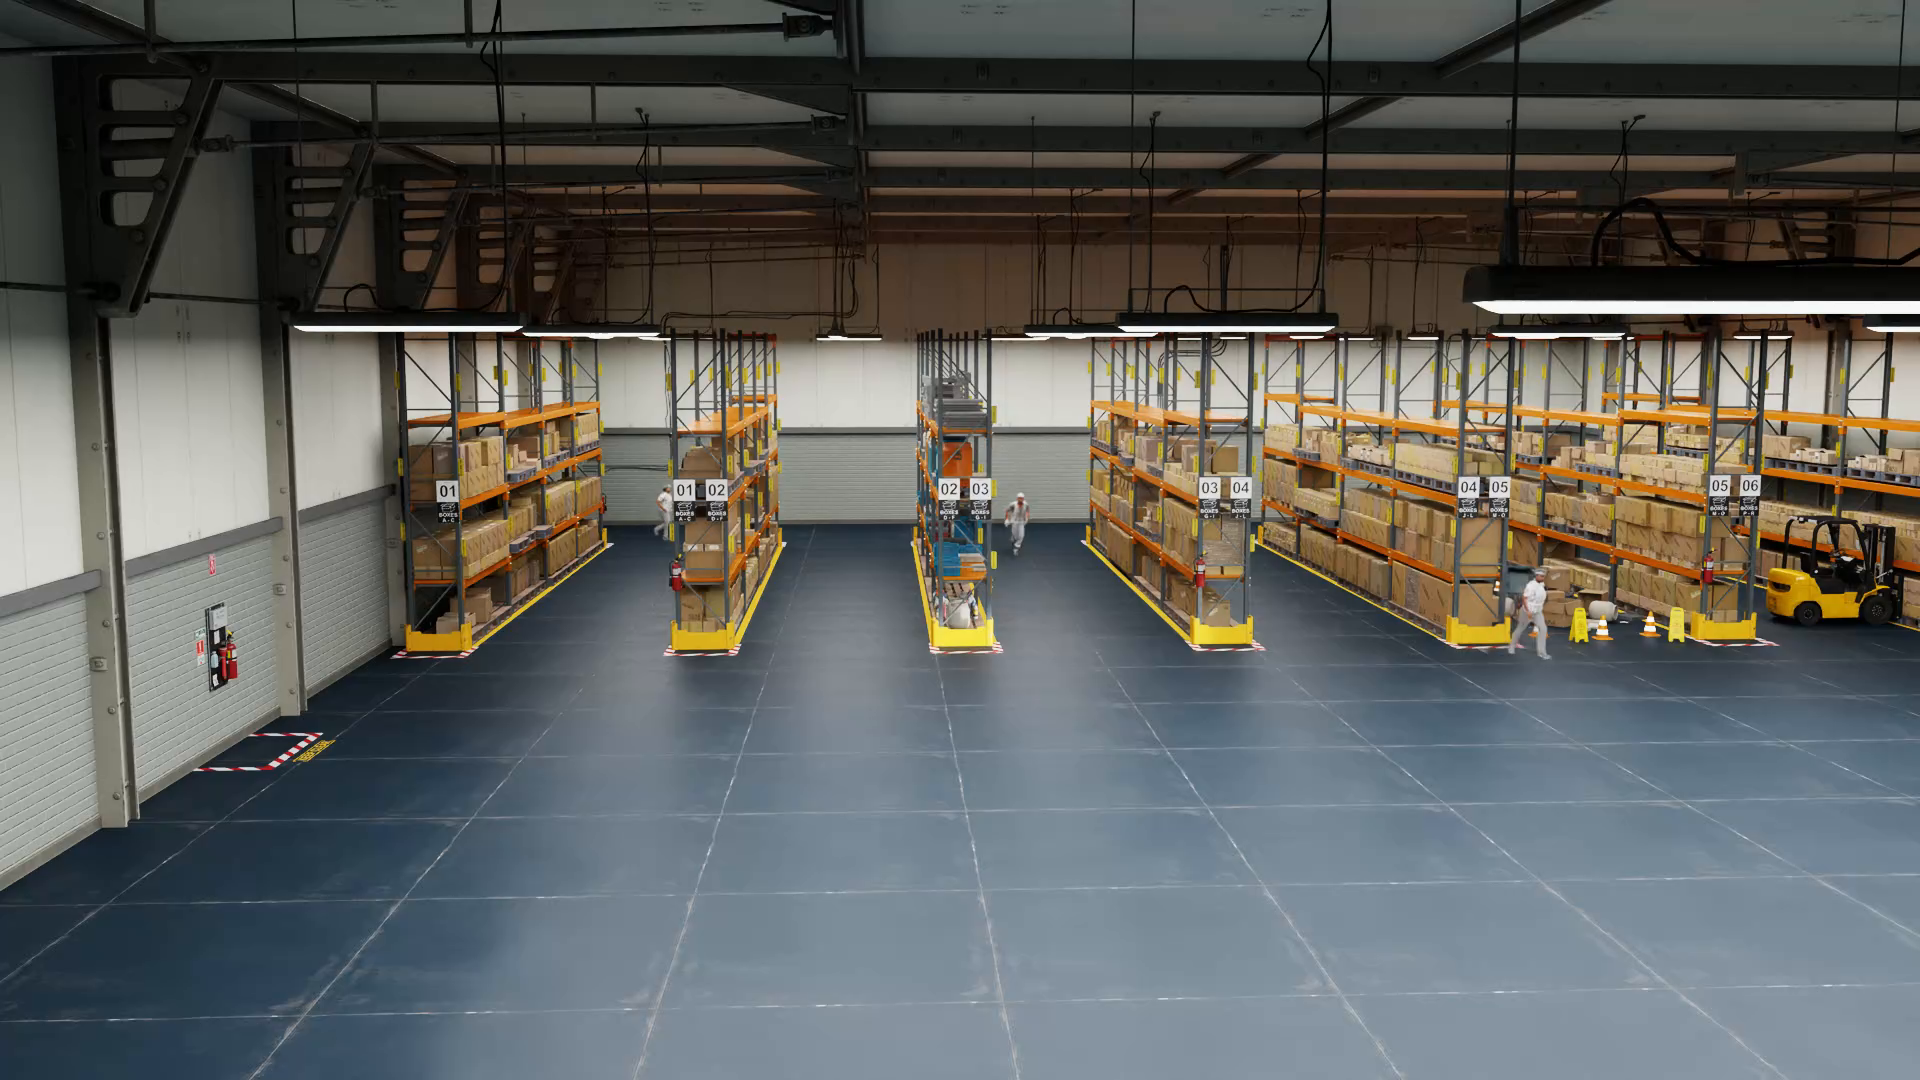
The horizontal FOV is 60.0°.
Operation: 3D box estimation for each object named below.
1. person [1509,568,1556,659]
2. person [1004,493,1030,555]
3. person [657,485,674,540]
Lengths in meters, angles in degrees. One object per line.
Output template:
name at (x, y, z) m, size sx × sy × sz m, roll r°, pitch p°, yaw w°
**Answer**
person at (10.469, 1.303, 30.278) m, size 0.570 × 1.622 × 0.915 m, roll -5°, pitch 8°, yaw -34°
person at (1.578, -0.439, 45.074) m, size 0.670 × 1.717 × 0.645 m, roll -2°, pitch 7°, yaw -20°
person at (-8.649, -0.824, 48.944) m, size 0.581 × 1.600 × 0.681 m, roll 3°, pitch 7°, yaw 22°
